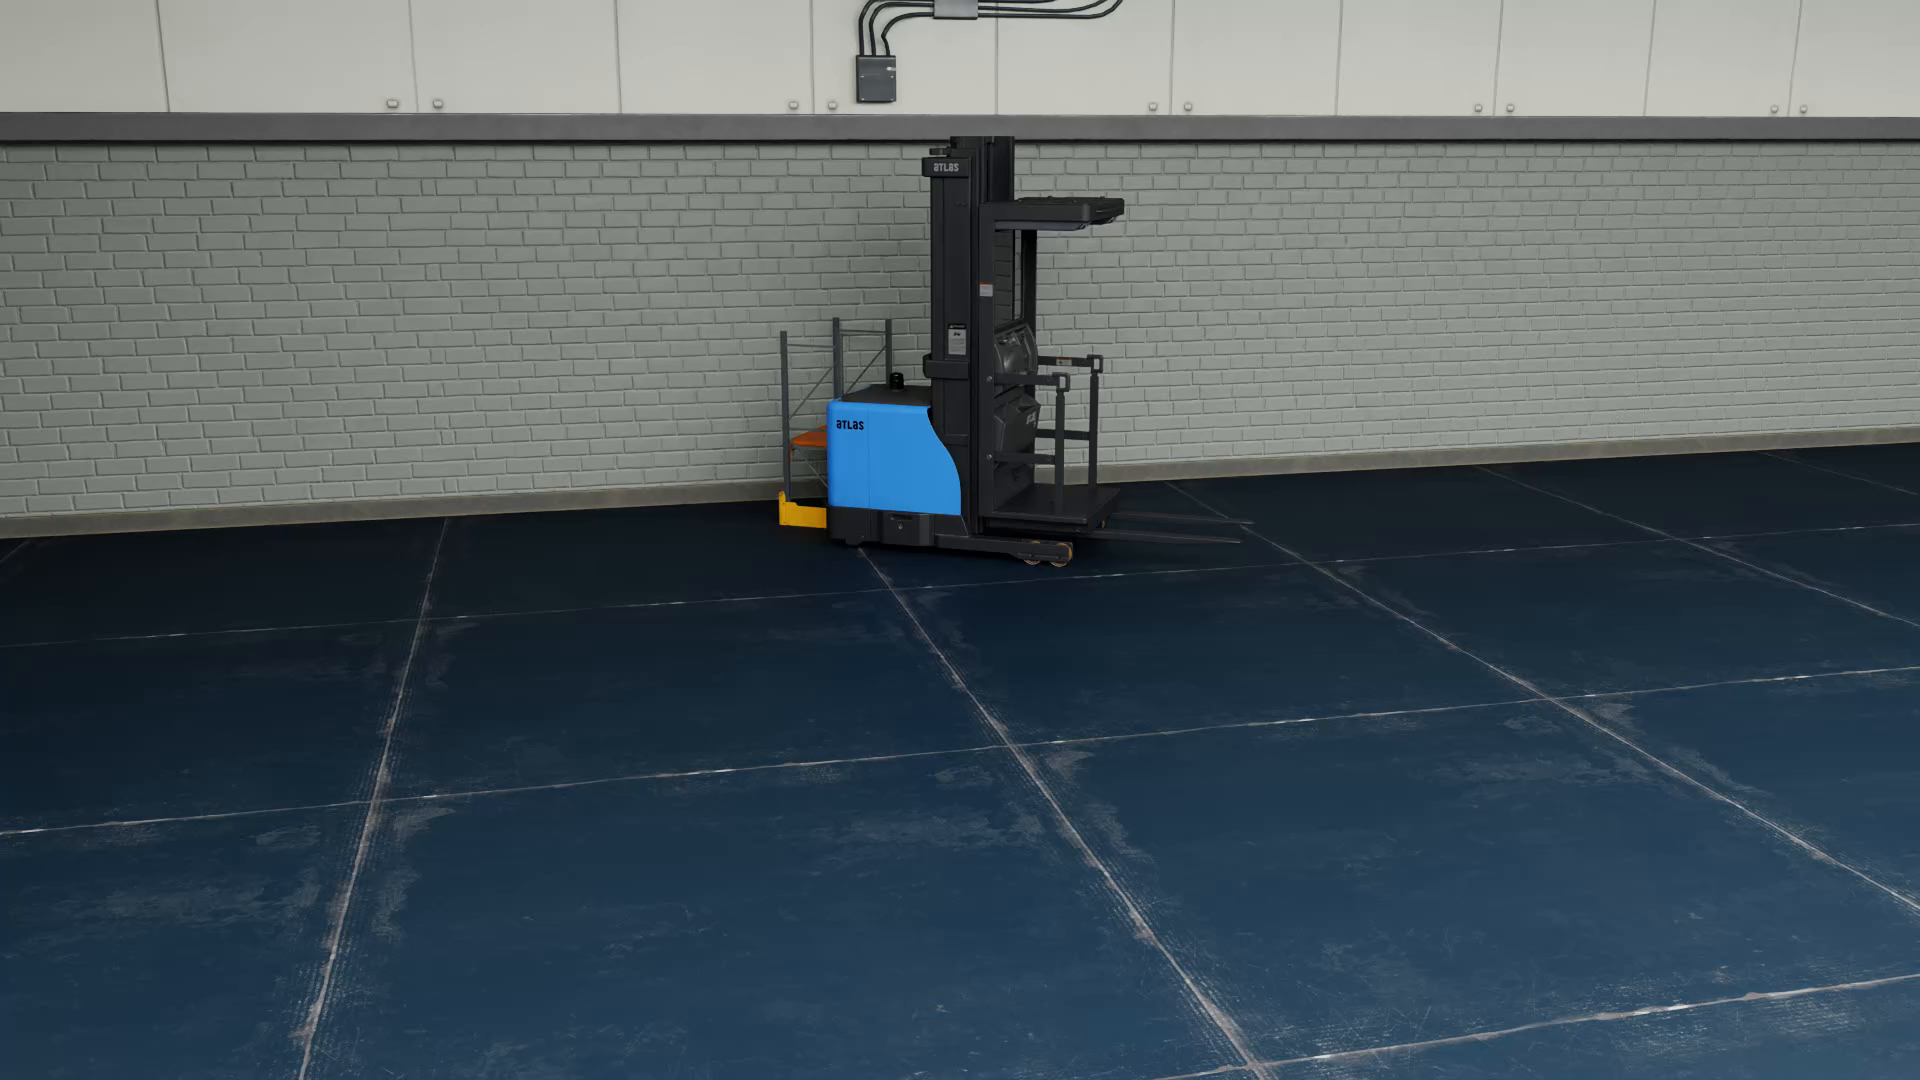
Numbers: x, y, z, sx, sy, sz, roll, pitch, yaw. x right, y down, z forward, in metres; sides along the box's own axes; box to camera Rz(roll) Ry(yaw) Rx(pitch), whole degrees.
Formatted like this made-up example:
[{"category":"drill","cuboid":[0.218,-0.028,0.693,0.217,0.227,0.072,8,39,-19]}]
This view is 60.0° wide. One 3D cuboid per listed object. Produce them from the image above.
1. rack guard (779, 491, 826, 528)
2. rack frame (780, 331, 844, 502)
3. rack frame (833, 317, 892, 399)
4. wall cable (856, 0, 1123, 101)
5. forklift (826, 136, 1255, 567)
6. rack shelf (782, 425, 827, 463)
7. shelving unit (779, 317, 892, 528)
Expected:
[{"category":"rack guard","cuboid":[-1.118,-0.228,12.834,0.587,0.250,0.087,5,14,18]},{"category":"rack frame","cuboid":[-1.118,-0.835,12.684,0.500,1.500,0.032,5,14,18]},{"category":"rack frame","cuboid":[-0.792,-1.063,13.620,0.500,1.500,0.032,5,14,18]},{"category":"wall cable","cuboid":[0.312,-6.454,12.716,2.305,6.003,0.169,-3,14,-13]},{"category":"forklift","cuboid":[0.591,-1.378,11.890,3.031,2.935,1.130,4,14,18]},{"category":"rack shelf","cuboid":[-0.955,-0.774,13.195,0.538,0.185,1.000,5,14,18]},{"category":"shelving unit","cuboid":[-0.958,-0.947,13.144,0.587,1.500,1.083,5,14,18]}]
